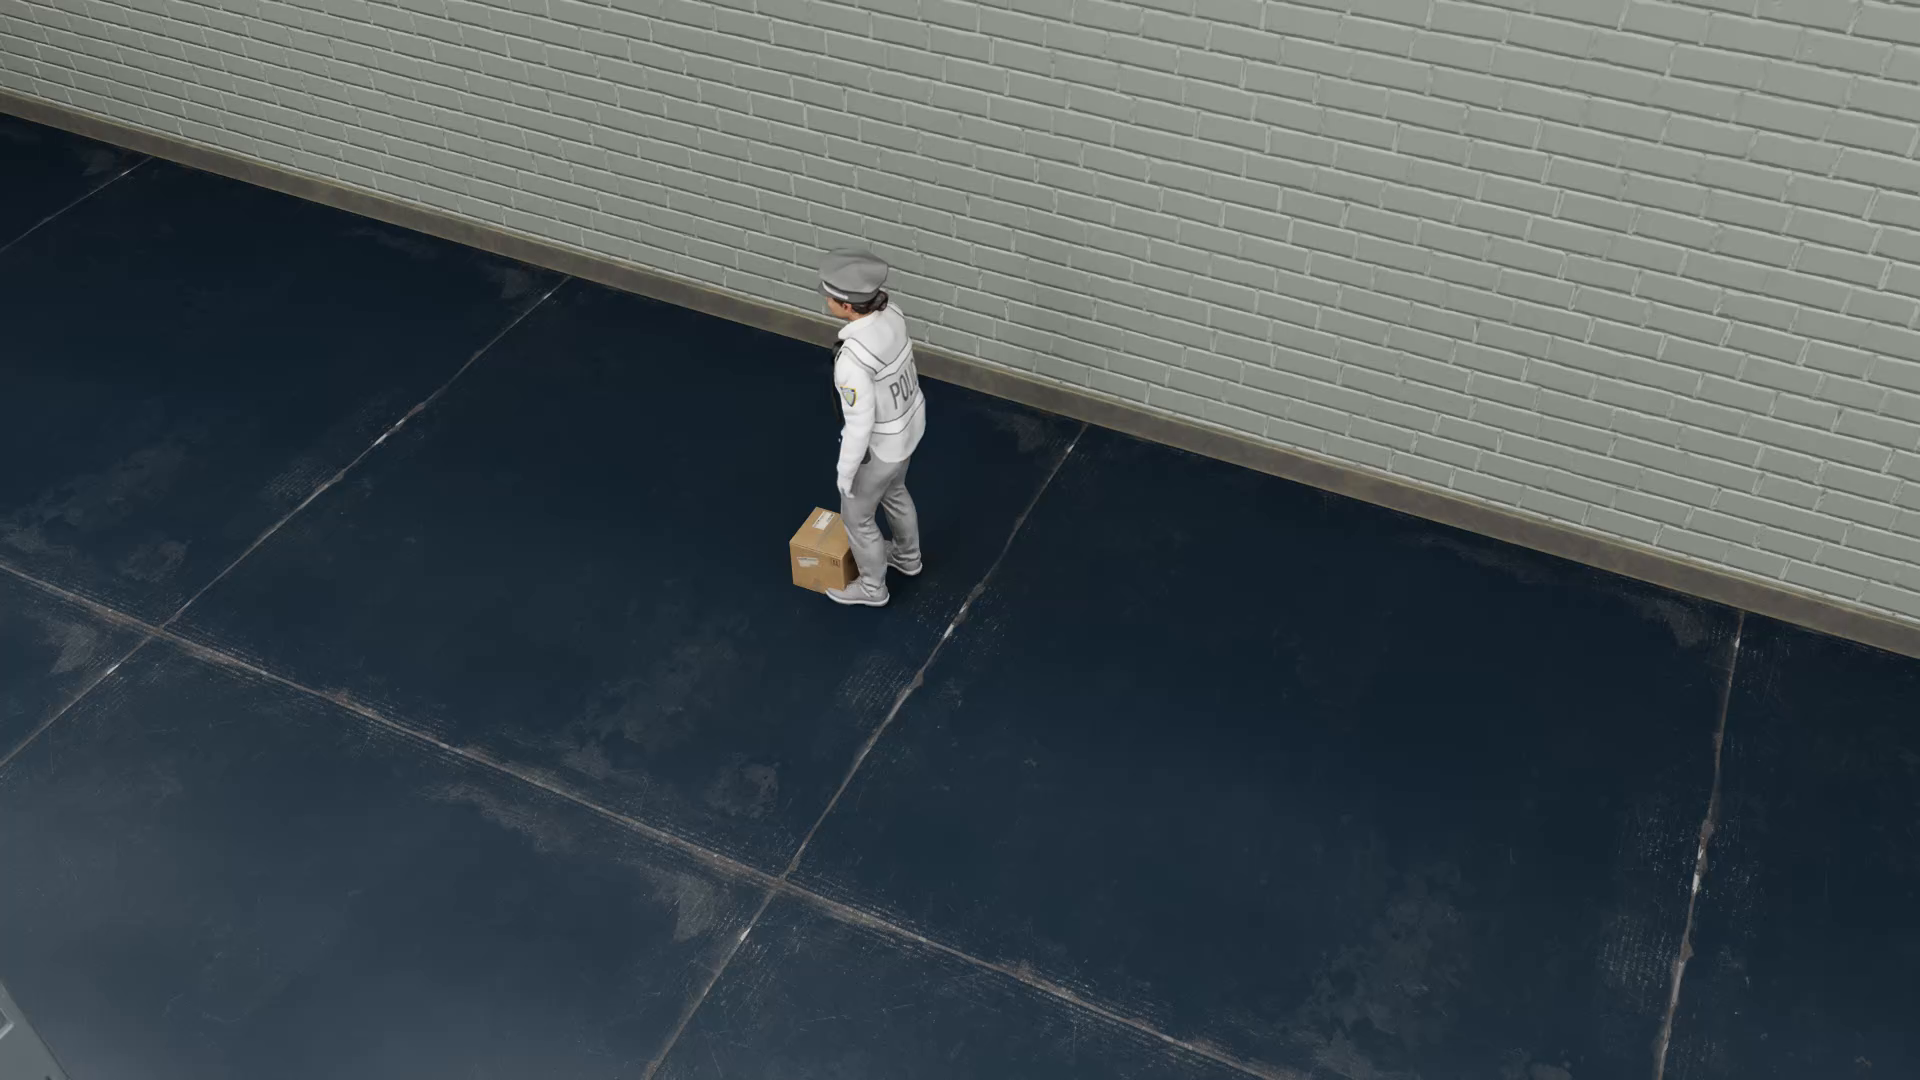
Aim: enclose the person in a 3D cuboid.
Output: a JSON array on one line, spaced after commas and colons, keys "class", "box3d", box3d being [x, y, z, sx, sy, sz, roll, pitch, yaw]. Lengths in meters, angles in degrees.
[{"class": "person", "box3d": [-0.357, -0.401, 6.600, 0.411, 1.662, 0.547, 15, 44, 16]}]
